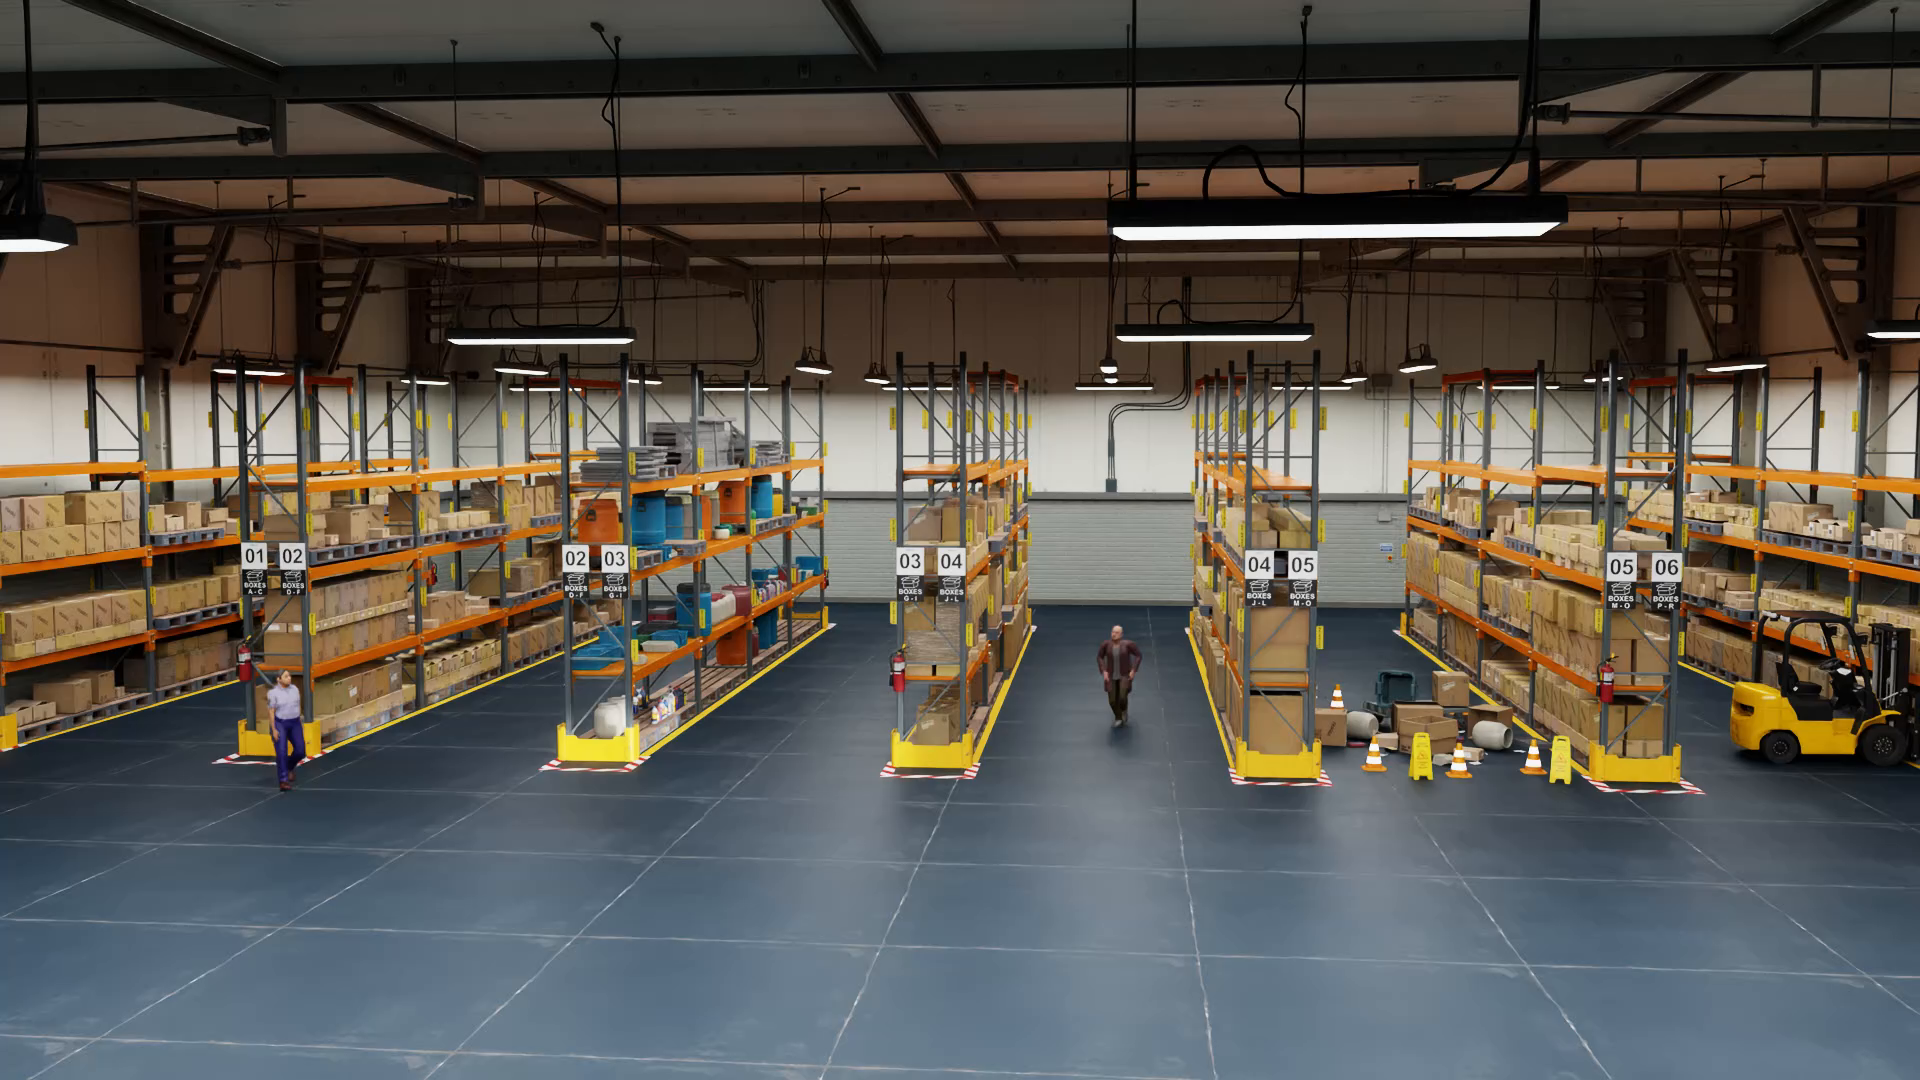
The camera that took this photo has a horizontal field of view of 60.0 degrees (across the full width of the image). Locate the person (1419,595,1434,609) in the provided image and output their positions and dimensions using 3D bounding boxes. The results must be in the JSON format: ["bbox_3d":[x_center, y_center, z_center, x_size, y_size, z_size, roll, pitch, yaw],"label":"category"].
[{"bbox_3d":[11.599,1.256,40.959,0.502,1.632,0.474,0,4,0],"label":"person"}]

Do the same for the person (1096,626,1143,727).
[{"bbox_3d":[2.614,2.232,27.243,0.753,1.690,0.648,1,4,14],"label":"person"}]

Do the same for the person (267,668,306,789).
[{"bbox_3d":[-9.240,2.553,22.722,0.473,1.634,0.517,-3,5,-41],"label":"person"}]
